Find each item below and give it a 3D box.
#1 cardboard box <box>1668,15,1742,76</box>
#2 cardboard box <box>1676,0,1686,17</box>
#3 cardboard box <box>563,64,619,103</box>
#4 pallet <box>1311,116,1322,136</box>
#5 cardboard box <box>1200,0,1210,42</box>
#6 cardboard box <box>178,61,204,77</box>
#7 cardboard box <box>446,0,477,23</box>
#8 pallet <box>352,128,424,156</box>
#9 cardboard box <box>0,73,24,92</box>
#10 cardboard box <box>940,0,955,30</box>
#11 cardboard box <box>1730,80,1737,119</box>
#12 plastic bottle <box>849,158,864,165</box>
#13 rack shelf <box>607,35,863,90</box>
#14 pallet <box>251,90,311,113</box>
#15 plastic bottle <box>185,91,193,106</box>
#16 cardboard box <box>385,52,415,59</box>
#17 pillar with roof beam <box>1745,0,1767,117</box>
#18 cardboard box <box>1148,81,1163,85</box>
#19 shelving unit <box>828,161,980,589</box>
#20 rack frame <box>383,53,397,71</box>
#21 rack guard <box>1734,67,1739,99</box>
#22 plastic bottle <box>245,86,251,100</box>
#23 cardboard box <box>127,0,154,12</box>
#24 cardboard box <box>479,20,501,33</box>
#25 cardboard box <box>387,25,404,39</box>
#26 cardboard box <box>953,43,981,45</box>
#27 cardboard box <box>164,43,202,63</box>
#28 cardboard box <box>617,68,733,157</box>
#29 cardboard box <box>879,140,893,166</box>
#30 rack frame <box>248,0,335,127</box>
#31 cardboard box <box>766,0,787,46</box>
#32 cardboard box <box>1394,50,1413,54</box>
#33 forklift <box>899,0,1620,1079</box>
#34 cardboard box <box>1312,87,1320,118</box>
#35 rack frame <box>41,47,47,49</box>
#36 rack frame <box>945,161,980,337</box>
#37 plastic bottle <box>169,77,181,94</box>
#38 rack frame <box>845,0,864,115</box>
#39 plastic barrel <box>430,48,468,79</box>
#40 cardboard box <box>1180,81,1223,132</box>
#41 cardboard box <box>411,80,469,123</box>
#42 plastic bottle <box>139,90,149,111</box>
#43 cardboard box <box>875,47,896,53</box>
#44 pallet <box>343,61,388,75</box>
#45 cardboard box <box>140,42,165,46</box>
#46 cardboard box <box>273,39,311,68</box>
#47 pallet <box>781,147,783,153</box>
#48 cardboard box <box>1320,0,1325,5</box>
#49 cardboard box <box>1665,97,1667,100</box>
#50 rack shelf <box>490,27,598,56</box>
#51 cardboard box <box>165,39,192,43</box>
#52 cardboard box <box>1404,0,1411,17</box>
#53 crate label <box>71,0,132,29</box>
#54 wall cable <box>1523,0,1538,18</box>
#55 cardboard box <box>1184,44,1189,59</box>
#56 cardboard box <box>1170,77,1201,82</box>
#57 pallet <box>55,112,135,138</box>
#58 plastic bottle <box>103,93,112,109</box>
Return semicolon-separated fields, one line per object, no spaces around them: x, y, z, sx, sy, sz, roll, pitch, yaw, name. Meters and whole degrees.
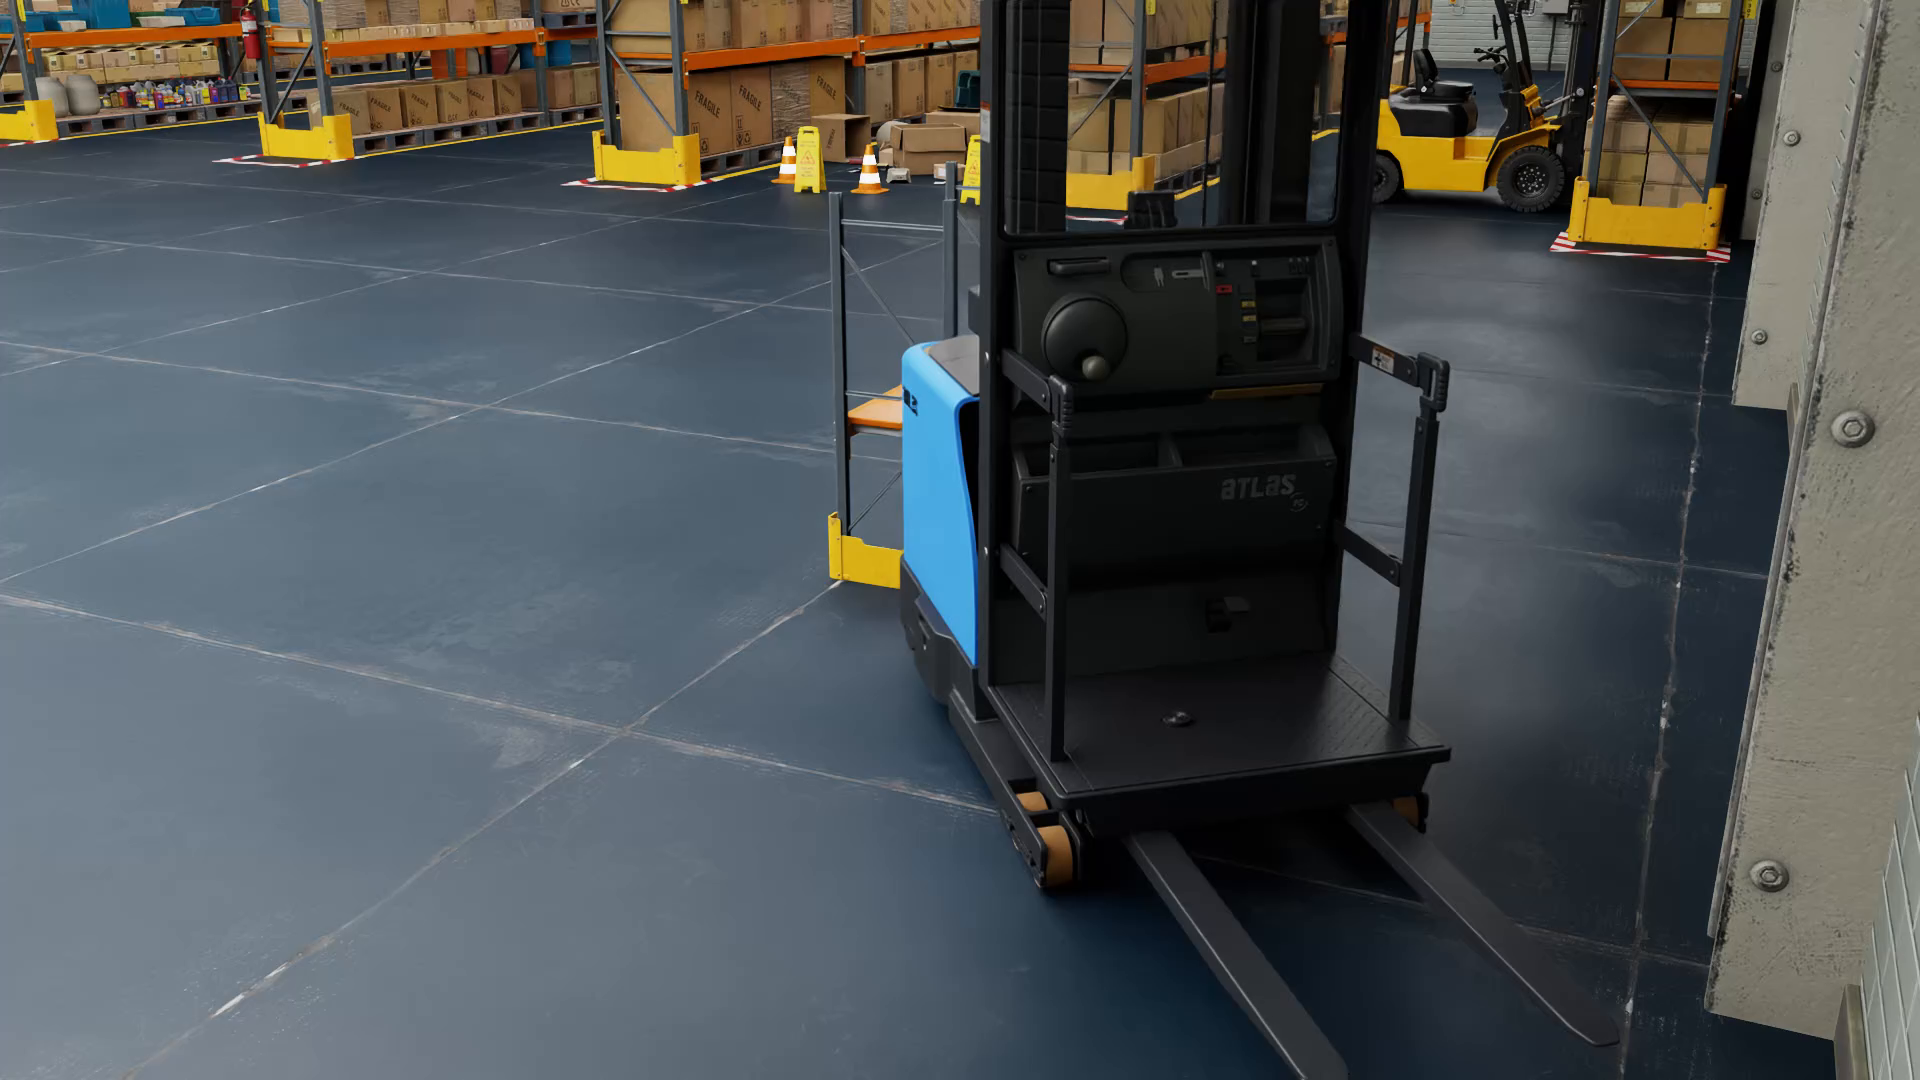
6.414;-4.256;14.311;0.500;0.500;0.500;9;22;24;cardboard box
6.184;-4.439;13.855;0.380;0.149;0.250;9;21;23;cardboard box
-5.456;-6.725;24.475;0.700;0.500;0.500;7;21;18;cardboard box
4.190;-5.506;22.137;1.003;0.211;1.213;9;21;23;pallet
2.300;-5.379;17.023;0.500;0.500;0.500;8;21;22;cardboard box
-13.767;-8.329;29.390;0.500;0.250;0.500;8;21;22;cardboard box
-6.758;-6.939;21.412;0.875;0.500;0.500;9;21;23;cardboard box
-7.410;-4.926;20.505;1.003;0.211;1.213;9;21;23;pallet
-15.195;-7.287;26.459;0.500;0.250;0.500;9;21;23;cardboard box
-0.396;-7.275;22.799;0.500;0.500;0.500;8;21;22;cardboard box
9.905;-5.798;21.900;0.500;0.500;0.500;10;22;25;cardboard box
-1.123;-4.354;19.121;0.283;0.061;0.133;1;20;4;plastic bottle
-2.503;-5.534;19.127;1.077;0.370;4.000;9;21;23;rack shelf
-10.400;-6.807;25.795;1.003;0.211;1.213;9;21;23;pallet
-10.992;-6.282;23.675;0.097;0.201;0.097;0;20;0;plastic bottle
-11.559;-10.041;34.082;0.500;0.311;0.500;9;21;23;cardboard box
7.859;-11.108;24.774;9.100;9.000;0.400;9;21;23;pillar with roof beam
1.963;-4.984;17.897;0.380;0.149;0.250;10;22;26;cardboard box
-0.031;-0.683;6.652;0.587;1.500;1.083;9;21;23;shelving unit
-11.928;-11.002;33.428;1.000;3.000;0.127;9;21;23;rack frame
12.286;-7.624;27.659;1.175;0.500;0.348;9;21;23;rack guard
-10.551;-6.611;24.600;0.097;0.201;0.097;0;20;0;plastic bottle
-14.238;-9.311;28.525;0.500;0.500;0.500;7;21;20;cardboard box
-6.257;-6.737;21.809;0.380;0.149;0.250;9;21;23;cardboard box
-7.043;-6.212;20.335;0.380;0.149;0.250;9;21;23;cardboard box
0.191;-7.482;25.514;0.500;0.250;0.500;9;21;23;cardboard box
-13.763;-8.592;29.292;0.500;0.311;0.500;8;21;22;cardboard box
-3.105;-4.675;18.182;0.875;0.875;0.875;9;21;23;cardboard box
-0.708;-4.418;18.996;0.396;0.266;0.258;13;23;32;cardboard box
-7.806;-5.973;19.288;1.000;3.000;0.127;9;21;23;rack frame
-2.483;-5.945;18.985;0.875;0.550;0.500;9;21;23;cardboard box
7.608;-8.280;28.971;0.875;0.438;0.875;8;21;21;cardboard box
0.653;-0.605;4.296;1.130;2.935;3.031;-5;20;-14;forklift
4.271;-5.847;22.229;0.950;0.372;0.625;7;21;19;cardboard box
-18.087;-10.458;31.898;1.000;3.000;0.127;9;21;23;rack frame
0.173;-0.836;7.081;0.500;1.500;0.032;9;21;23;rack frame
-11.473;-6.587;24.312;0.144;0.351;0.185;8;21;20;plastic bottle
-1.684;-6.485;20.726;1.000;3.000;0.127;9;21;23;rack frame
-8.864;-8.426;28.796;0.600;0.830;0.708;9;21;23;plastic barrel
2.669;-4.718;18.118;0.500;0.500;0.500;9;21;24;cardboard box
-6.778;-5.723;21.687;0.500;0.500;0.500;7;21;18;cardboard box
-11.298;-6.086;23.021;0.097;0.271;0.097;0;20;0;plastic bottle
-1.816;-9.576;31.964;0.875;0.875;0.875;9;21;23;cardboard box
-12.227;-9.434;33.182;1.003;0.211;1.213;9;21;23;pallet
-14.256;-8.664;29.495;0.500;0.311;0.500;8;21;21;cardboard box
-12.700;-9.222;31.497;0.500;0.500;0.500;8;21;22;cardboard box
-2.067;-4.949;20.570;1.003;0.211;1.213;9;21;23;pallet
4.377;-7.107;21.258;0.500;0.500;0.500;8;21;22;cardboard box
6.919;-4.425;16.919;0.500;0.250;0.500;8;21;22;cardboard box
-5.349;-7.468;24.566;1.077;0.370;4.000;9;21;23;rack shelf
-16.596;-10.649;35.017;0.750;0.750;0.750;9;21;23;cardboard box
6.999;-8.741;26.921;0.500;0.500;0.500;9;21;23;cardboard box
-11.818;-7.269;22.880;0.502;0.435;0.616;9;21;23;crate label
11.373;-11.519;33.366;0.588;1.984;0.122;9;21;23;wall cable
2.057;-4.875;16.574;0.380;0.149;0.250;9;22;24;cardboard box
2.385;-4.949;18.765;0.500;0.500;0.500;10;22;25;cardboard box
-11.999;-5.616;22.446;1.003;0.211;1.213;9;21;23;pallet
-11.972;-6.163;23.342;0.097;0.201;0.097;0;20;0;plastic bottle
